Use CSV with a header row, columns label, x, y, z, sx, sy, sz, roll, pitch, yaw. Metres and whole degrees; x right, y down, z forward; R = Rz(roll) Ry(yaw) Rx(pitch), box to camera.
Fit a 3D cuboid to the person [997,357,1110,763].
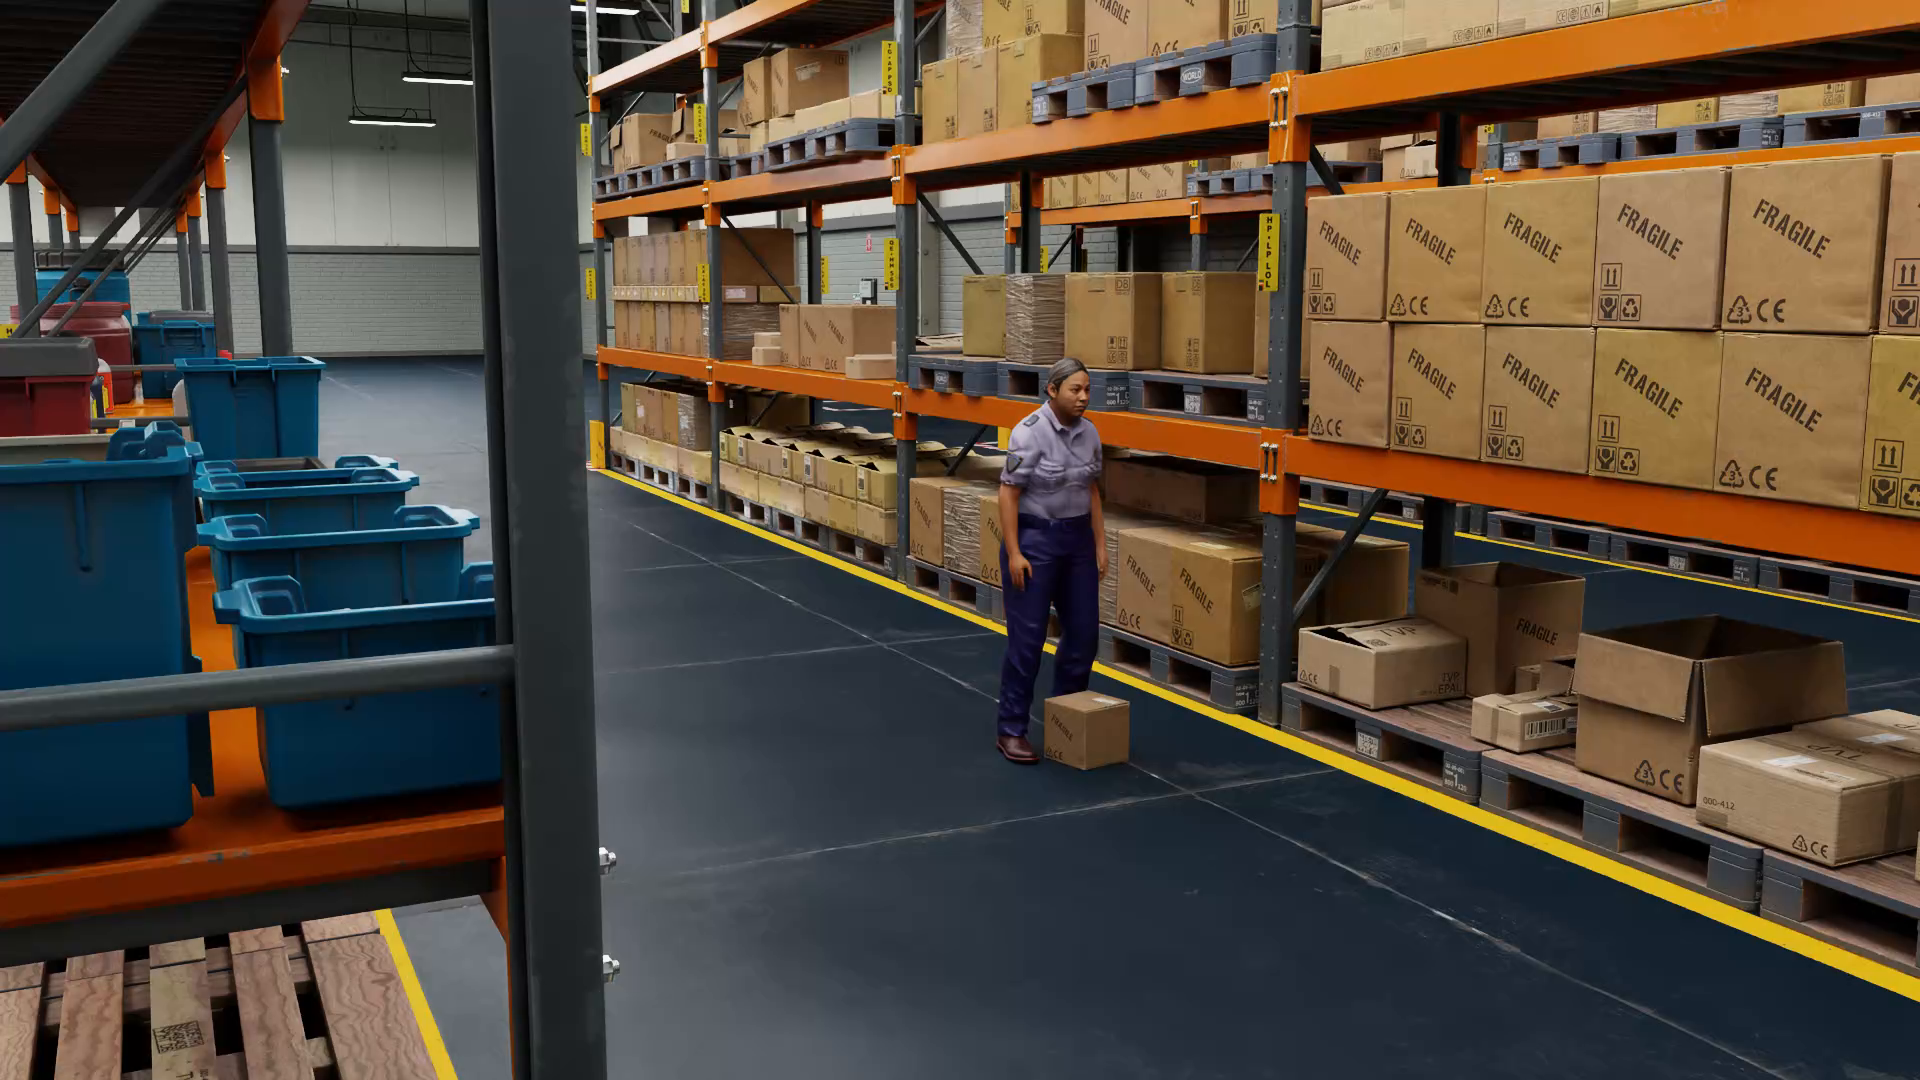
label,x,y,z,sx,sy,sz,roll,pitch,yaw
person,0.380,0.063,6.954,0.560,1.652,0.363,-6,11,-35
